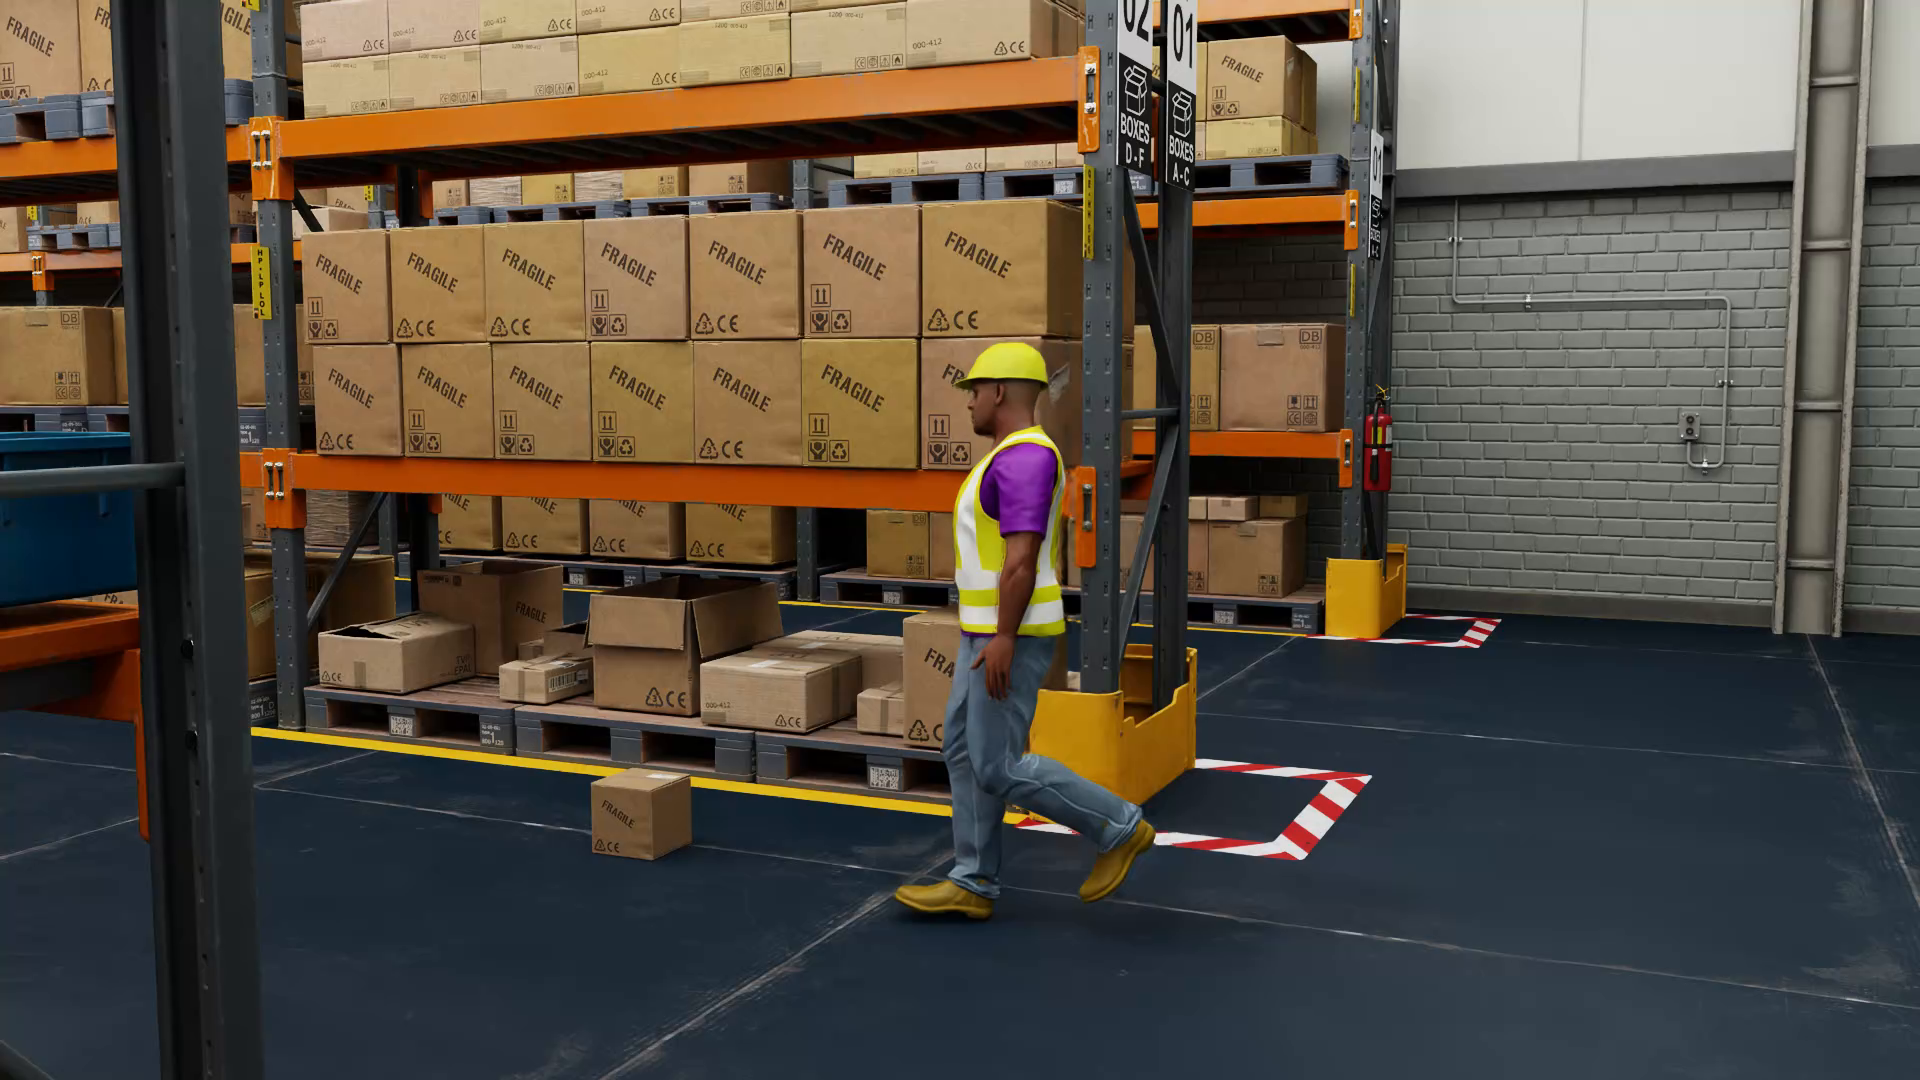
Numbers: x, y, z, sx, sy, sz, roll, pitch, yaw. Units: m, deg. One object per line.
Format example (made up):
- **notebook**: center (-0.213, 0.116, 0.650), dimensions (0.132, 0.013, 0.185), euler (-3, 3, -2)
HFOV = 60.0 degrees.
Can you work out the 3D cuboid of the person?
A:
- **person**: center (0.190, 0.280, 5.029), dimensions (0.784, 1.746, 0.592), euler (0, 6, -3)
